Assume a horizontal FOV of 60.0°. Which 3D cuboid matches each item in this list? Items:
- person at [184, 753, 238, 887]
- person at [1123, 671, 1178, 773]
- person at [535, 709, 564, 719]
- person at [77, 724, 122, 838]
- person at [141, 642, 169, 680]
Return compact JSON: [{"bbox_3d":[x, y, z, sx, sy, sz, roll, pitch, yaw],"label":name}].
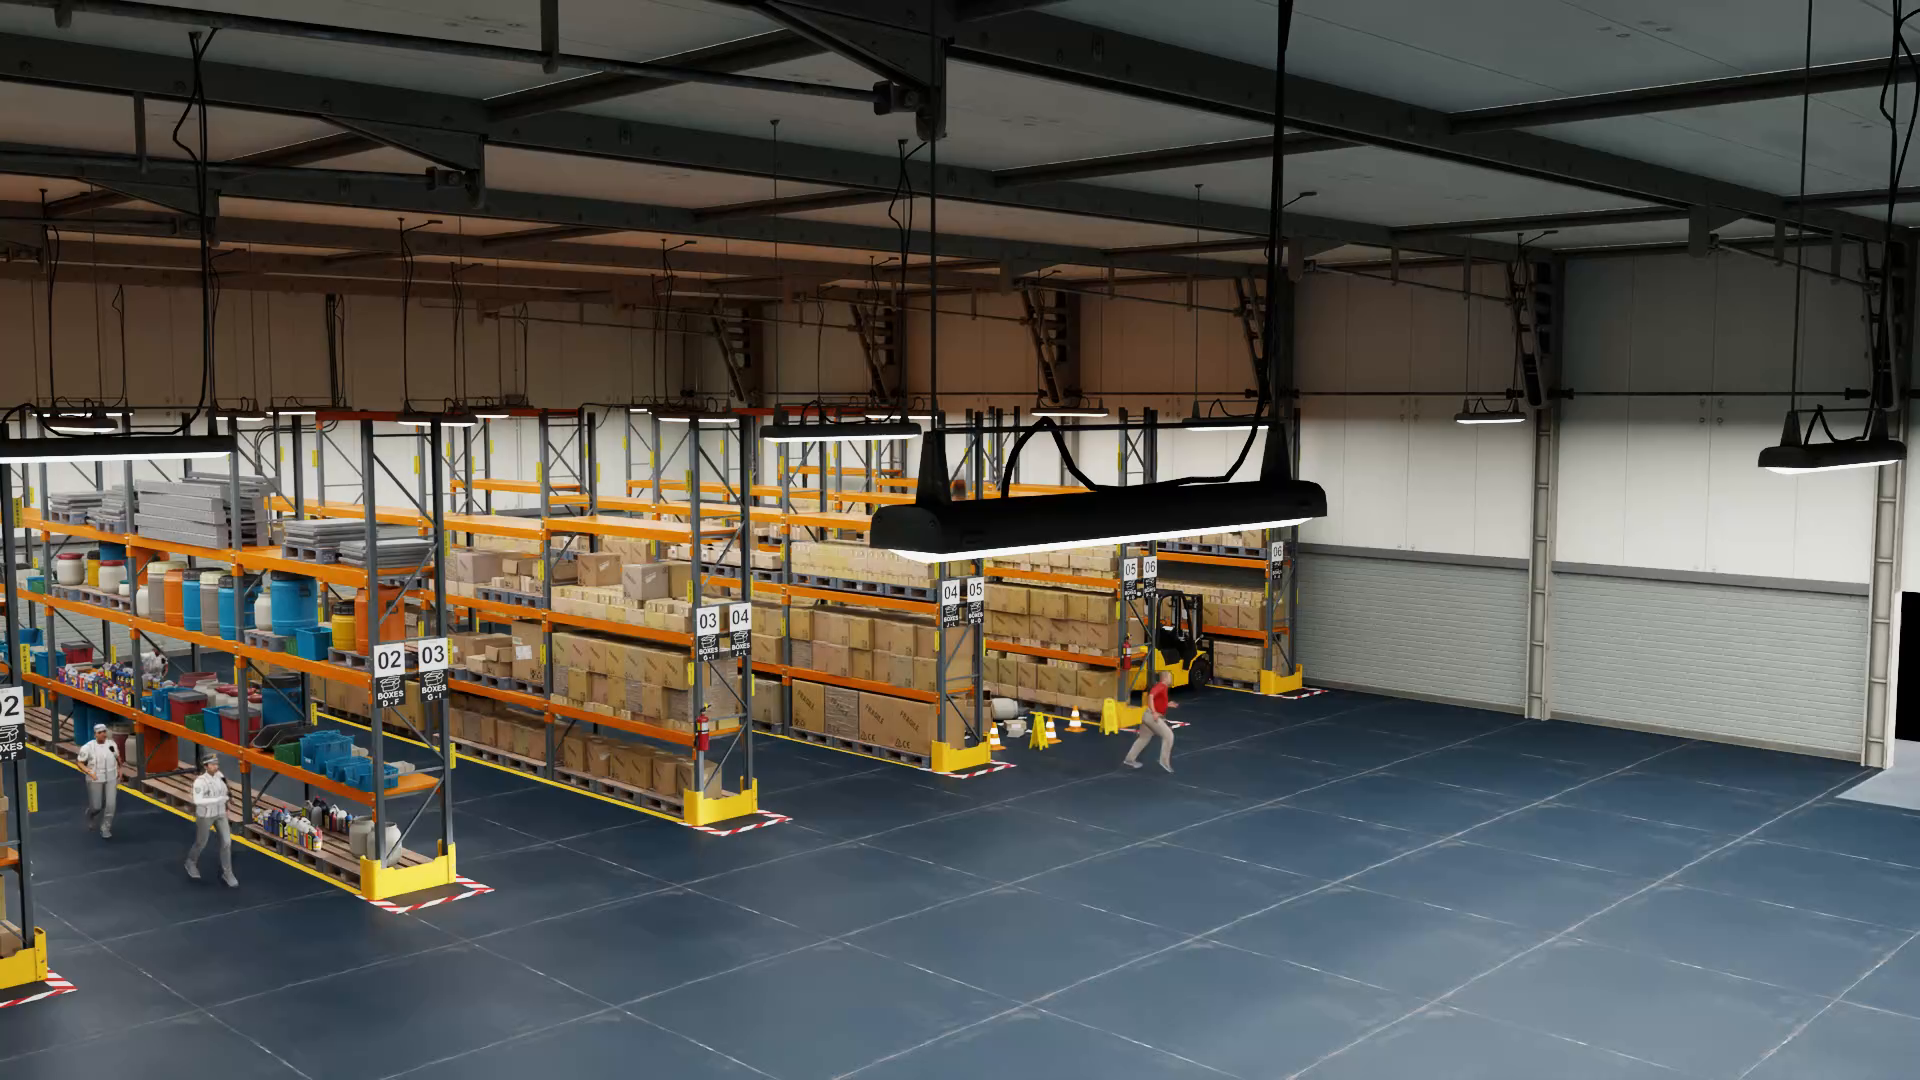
[{"bbox_3d":[-9.660,3.573,21.407,0.883,1.720,0.589,3,6,30],"label":"person"},{"bbox_3d":[3.213,3.053,27.814,0.932,1.738,0.676,0,5,-2],"label":"person"},{"bbox_3d":[-8.076,2.650,32.462,0.875,1.609,0.536,4,6,39],"label":"person"},{"bbox_3d":[-12.267,3.420,23.749,0.561,1.622,0.595,5,7,43],"label":"person"},{"bbox_3d":[-15.593,2.729,32.028,0.986,1.627,0.611,5,7,43],"label":"person"}]
